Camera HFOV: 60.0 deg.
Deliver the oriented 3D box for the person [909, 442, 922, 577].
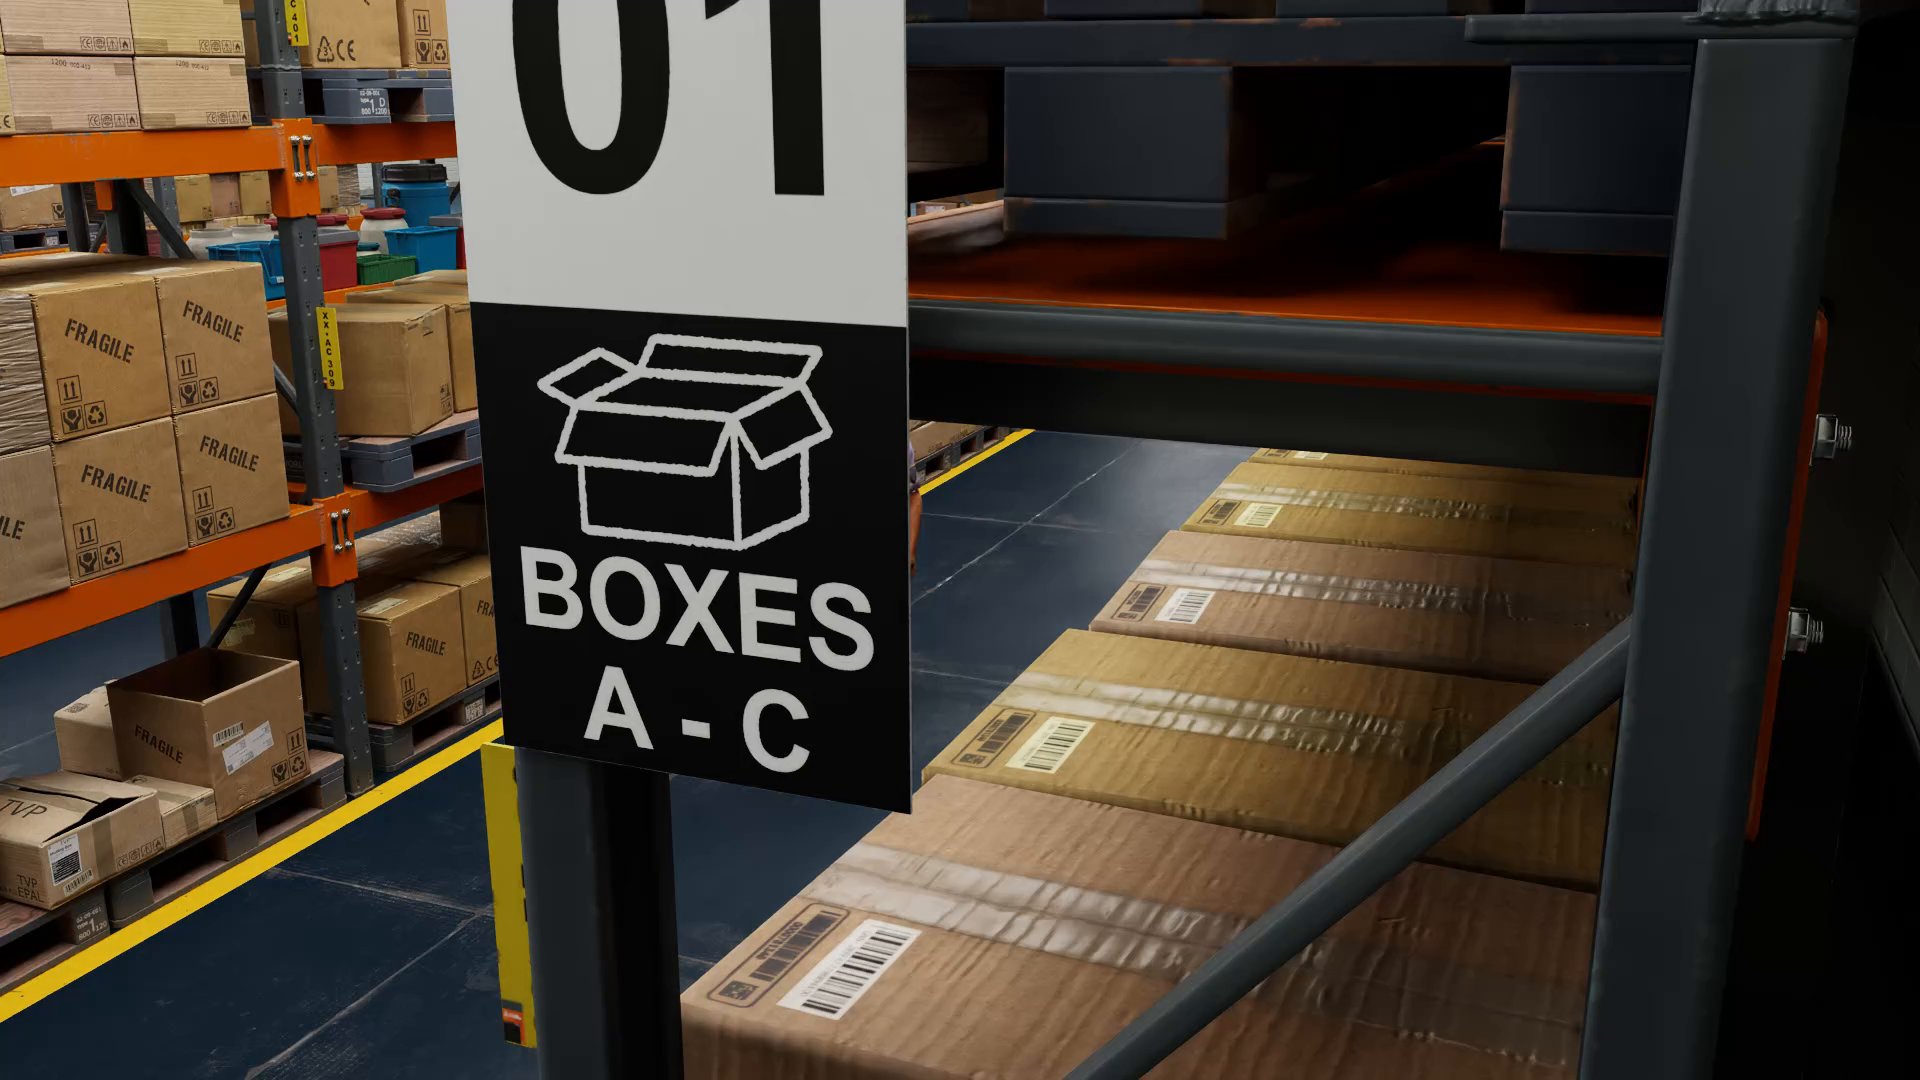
[{"bbox_3d":[-0.453,0.056,7.838,0.531,1.651,0.418,6,17,21],"label":"person"}]
